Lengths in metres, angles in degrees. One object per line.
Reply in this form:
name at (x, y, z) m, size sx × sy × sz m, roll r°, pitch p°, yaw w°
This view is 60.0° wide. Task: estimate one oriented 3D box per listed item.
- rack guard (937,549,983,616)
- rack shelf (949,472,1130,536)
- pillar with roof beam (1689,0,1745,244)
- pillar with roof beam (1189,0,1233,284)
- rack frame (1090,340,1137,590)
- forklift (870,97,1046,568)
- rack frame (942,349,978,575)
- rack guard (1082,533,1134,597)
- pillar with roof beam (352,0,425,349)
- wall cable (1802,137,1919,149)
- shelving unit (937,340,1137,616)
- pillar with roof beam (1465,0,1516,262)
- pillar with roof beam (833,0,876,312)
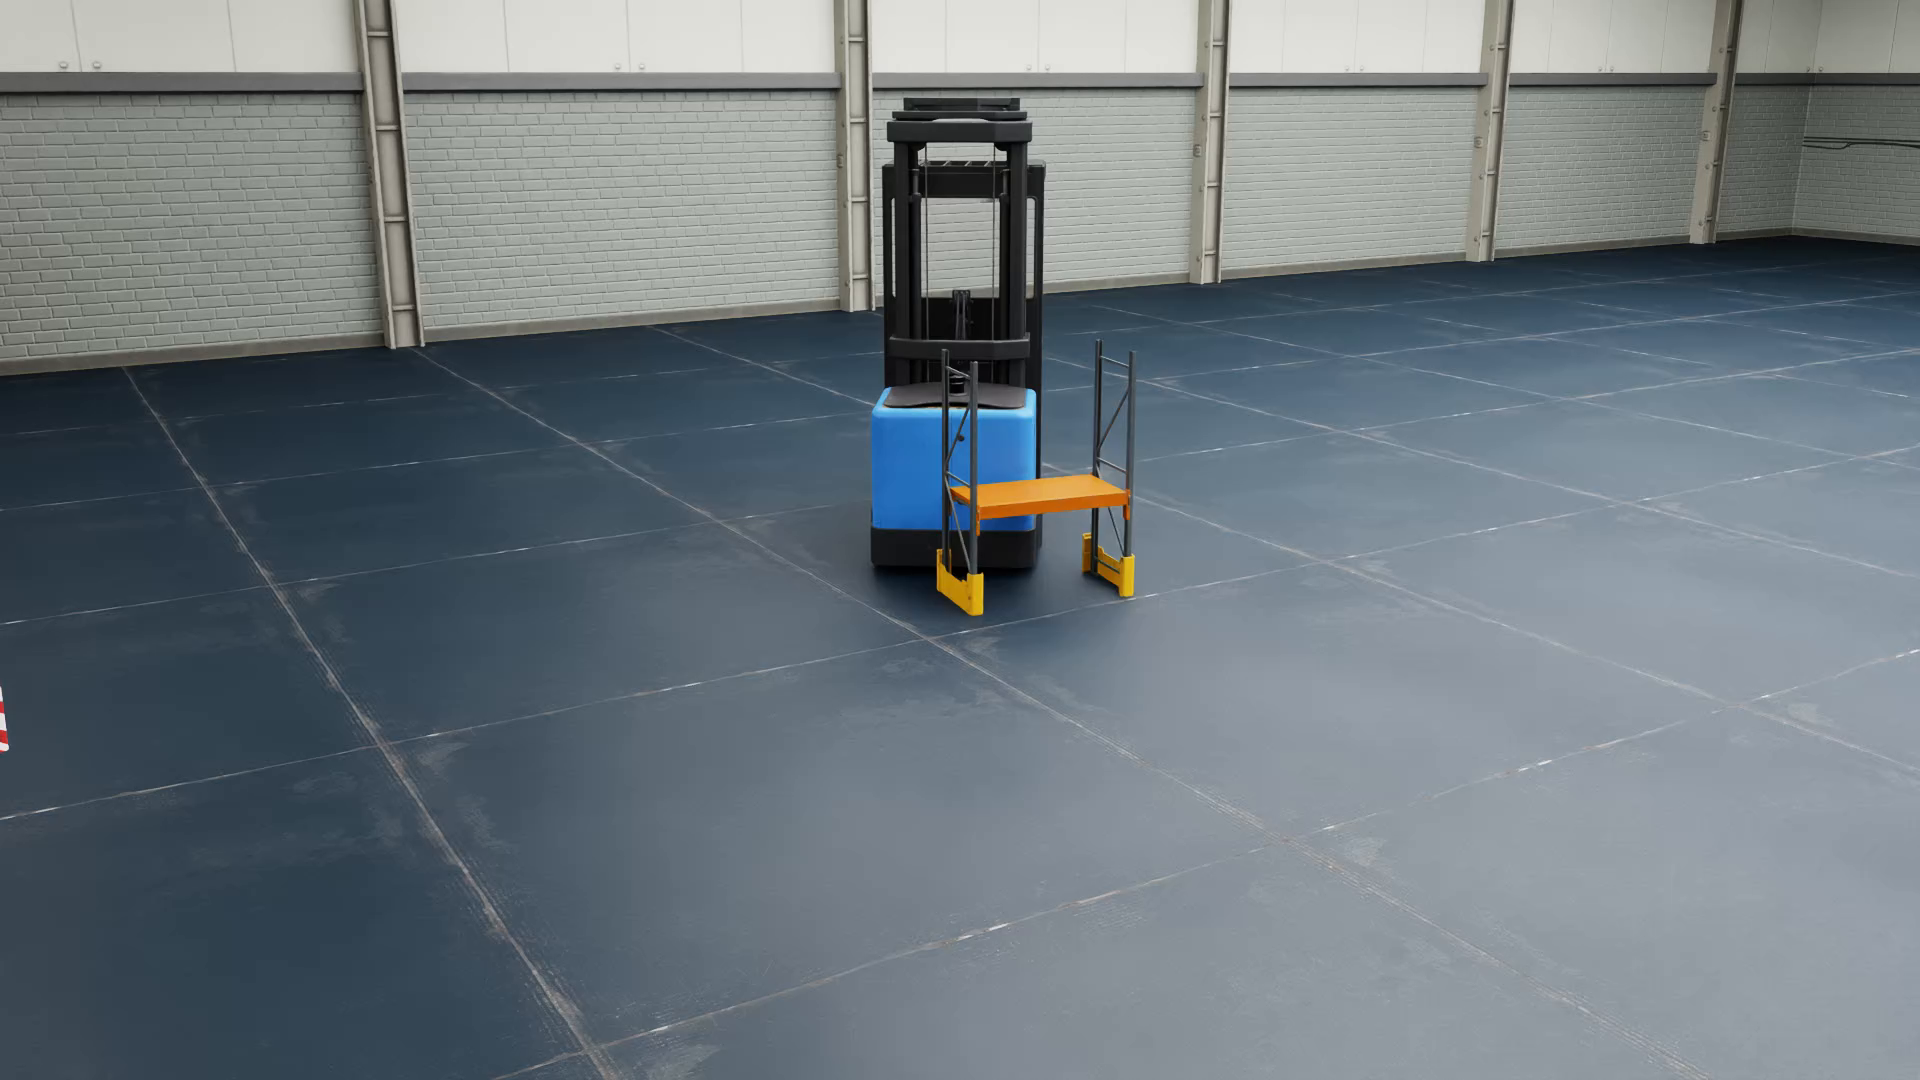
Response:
rack guard at (-0.003, 0.251, 10.050) m, size 0.087 × 0.250 × 0.587 m, roll -6°, pitch 17°, yaw -21°
rack shelf at (0.468, -0.228, 10.109) m, size 1.000 × 0.185 × 0.538 m, roll -6°, pitch 17°, yaw -21°
pillar with roof beam at (16.256, -8.961, 26.706) m, size 0.400 × 9.000 × 9.100 m, roll -9°, pitch 18°, yaw -30°
pillar with roof beam at (5.970, -7.293, 20.756) m, size 0.400 × 9.000 × 9.100 m, roll -9°, pitch 18°, yaw -30°
rack frame at (0.941, -0.452, 10.241) m, size 0.032 × 1.500 × 0.500 m, roll -6°, pitch 17°, yaw -21°
forklift at (0.037, -1.579, 11.613) m, size 1.130 × 2.935 × 3.031 m, roll 1°, pitch 16°, yaw 3°
rack frame at (-0.004, -0.350, 9.881) m, size 0.032 × 1.500 × 0.500 m, roll -6°, pitch 17°, yaw -21°
rack guard at (0.923, 0.152, 10.403) m, size 0.087 × 0.250 × 0.587 m, roll -6°, pitch 17°, yaw -21°
pillar with roof beam at (-4.317, -5.625, 14.805) m, size 0.400 × 9.000 × 9.100 m, roll -9°, pitch 18°, yaw -30°
wall cable at (17.245, -8.566, 31.048) m, size 0.112 × 2.526 × 3.097 m, roll -9°, pitch 18°, yaw -30°
shelving unit at (0.460, -0.400, 10.058) m, size 1.083 × 1.500 × 0.587 m, roll -6°, pitch 17°, yaw -21°
pillar with roof beam at (11.113, -8.127, 23.731) m, size 0.400 × 9.000 × 9.100 m, roll -9°, pitch 18°, yaw -30°
pillar with roof beam at (0.827, -6.459, 17.780) m, size 0.400 × 9.000 × 9.100 m, roll -9°, pitch 18°, yaw -30°
